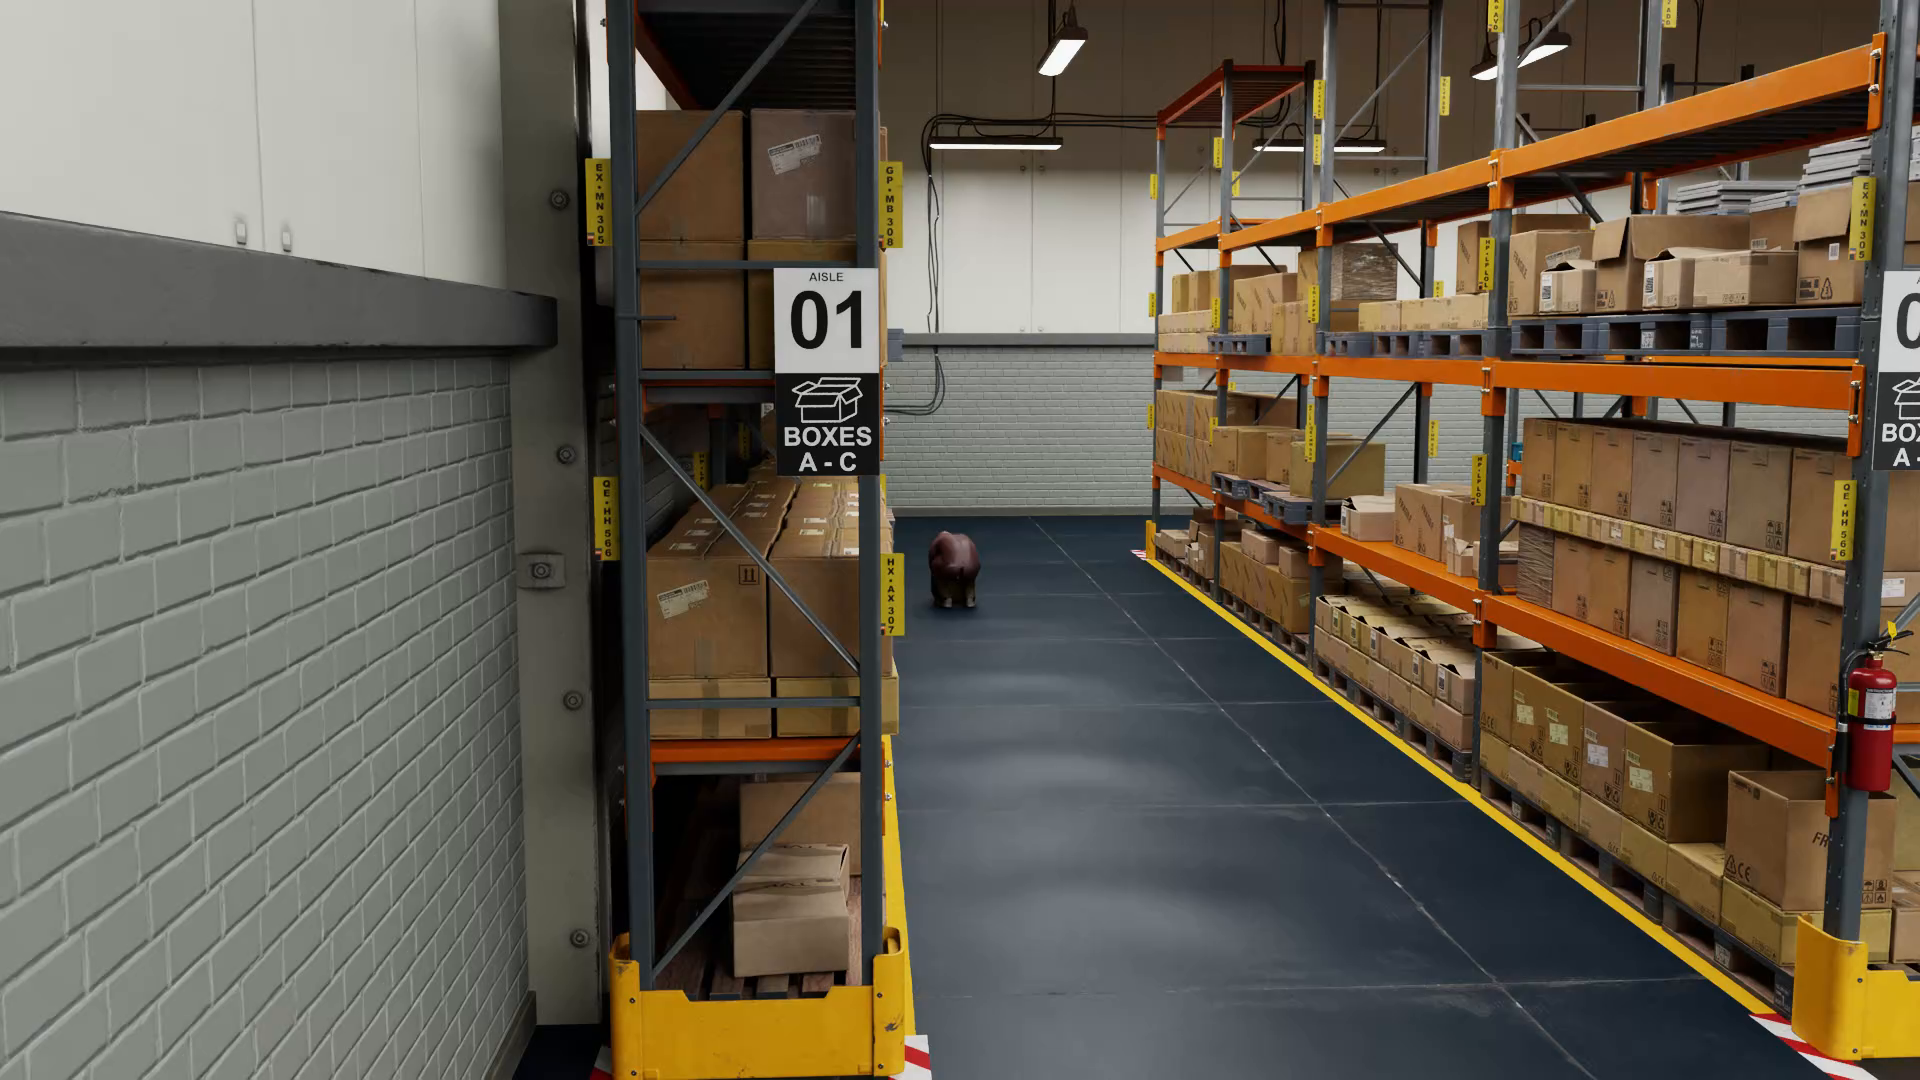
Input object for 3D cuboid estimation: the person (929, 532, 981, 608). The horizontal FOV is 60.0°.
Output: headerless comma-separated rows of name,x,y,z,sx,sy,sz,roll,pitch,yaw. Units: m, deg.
person,-0.060,0.343,18.715,0.577,0.804,0.953,-1,7,-10
